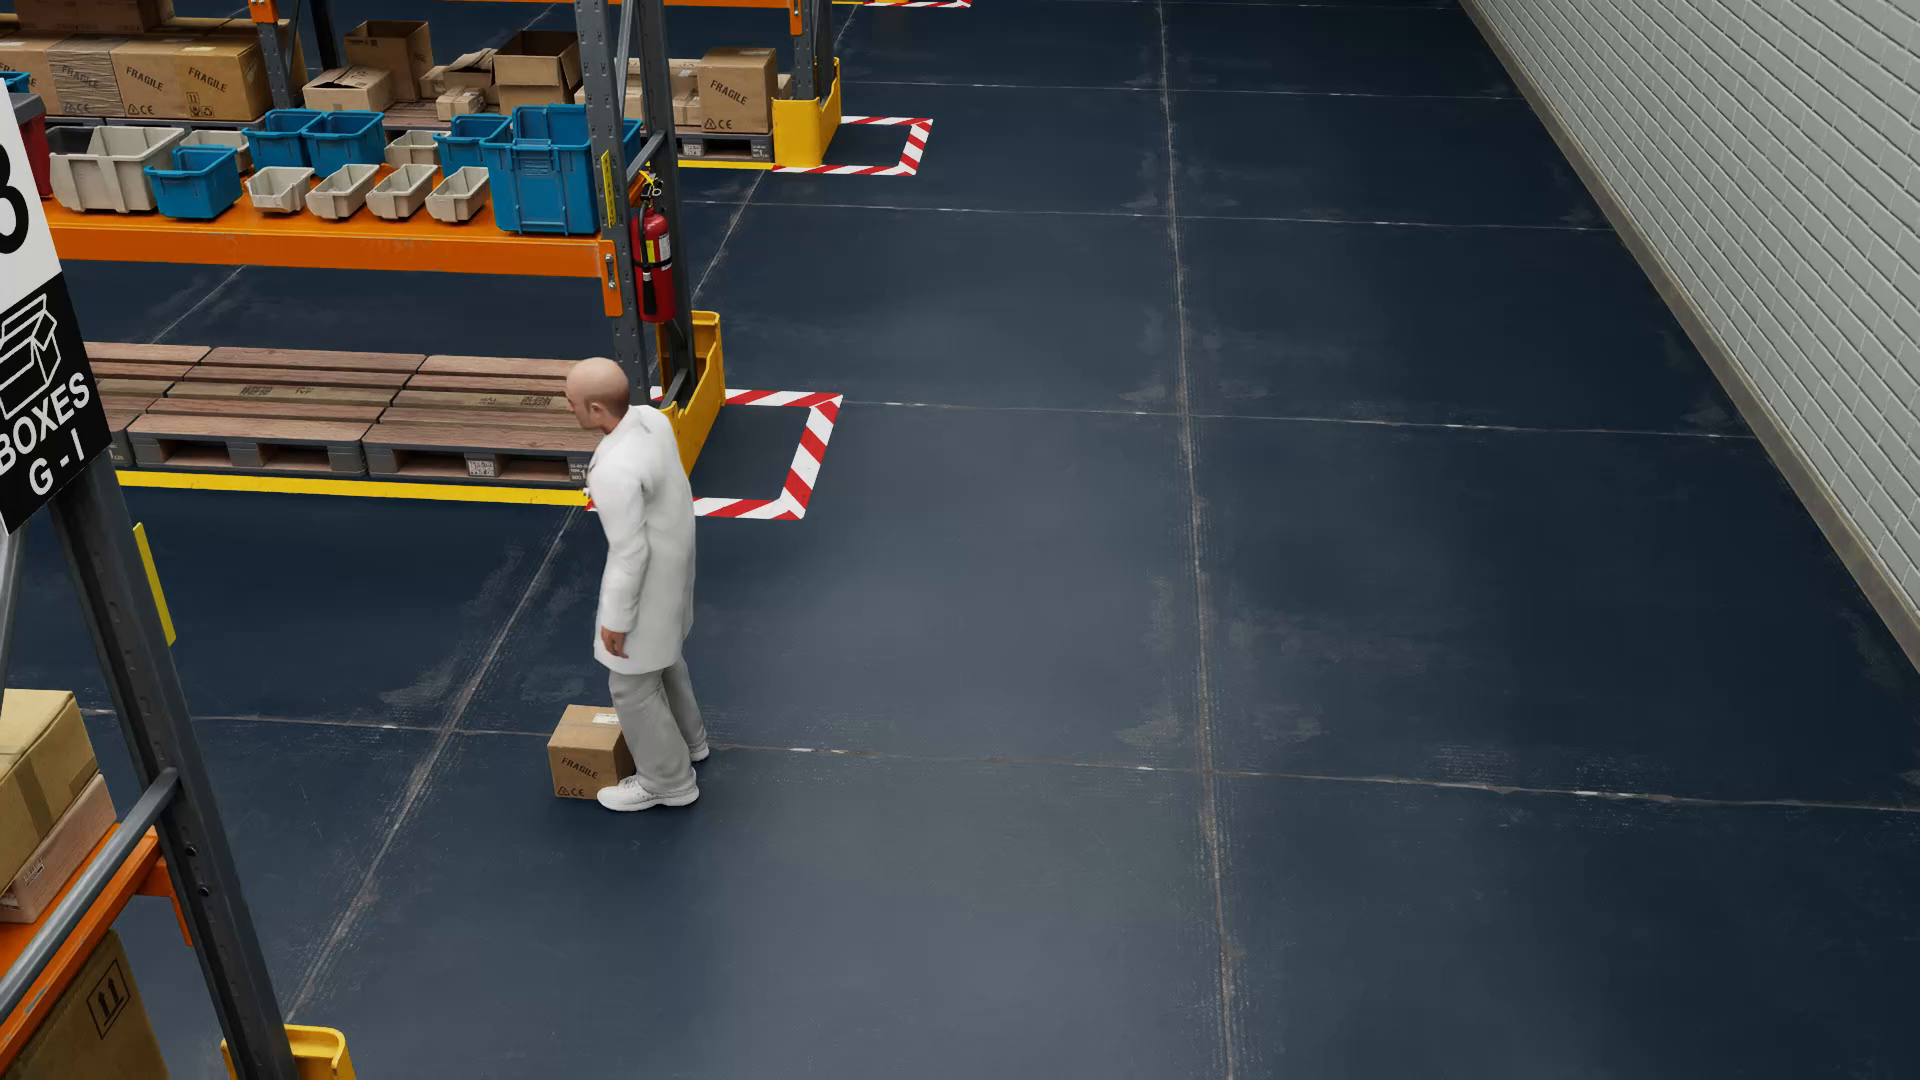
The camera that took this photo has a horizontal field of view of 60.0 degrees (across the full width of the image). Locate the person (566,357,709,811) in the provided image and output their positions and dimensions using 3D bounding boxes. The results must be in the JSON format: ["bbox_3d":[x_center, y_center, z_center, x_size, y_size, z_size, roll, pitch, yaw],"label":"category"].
[{"bbox_3d":[-1.137,0.159,5.892,0.427,1.773,0.641,2,32,4],"label":"person"}]
